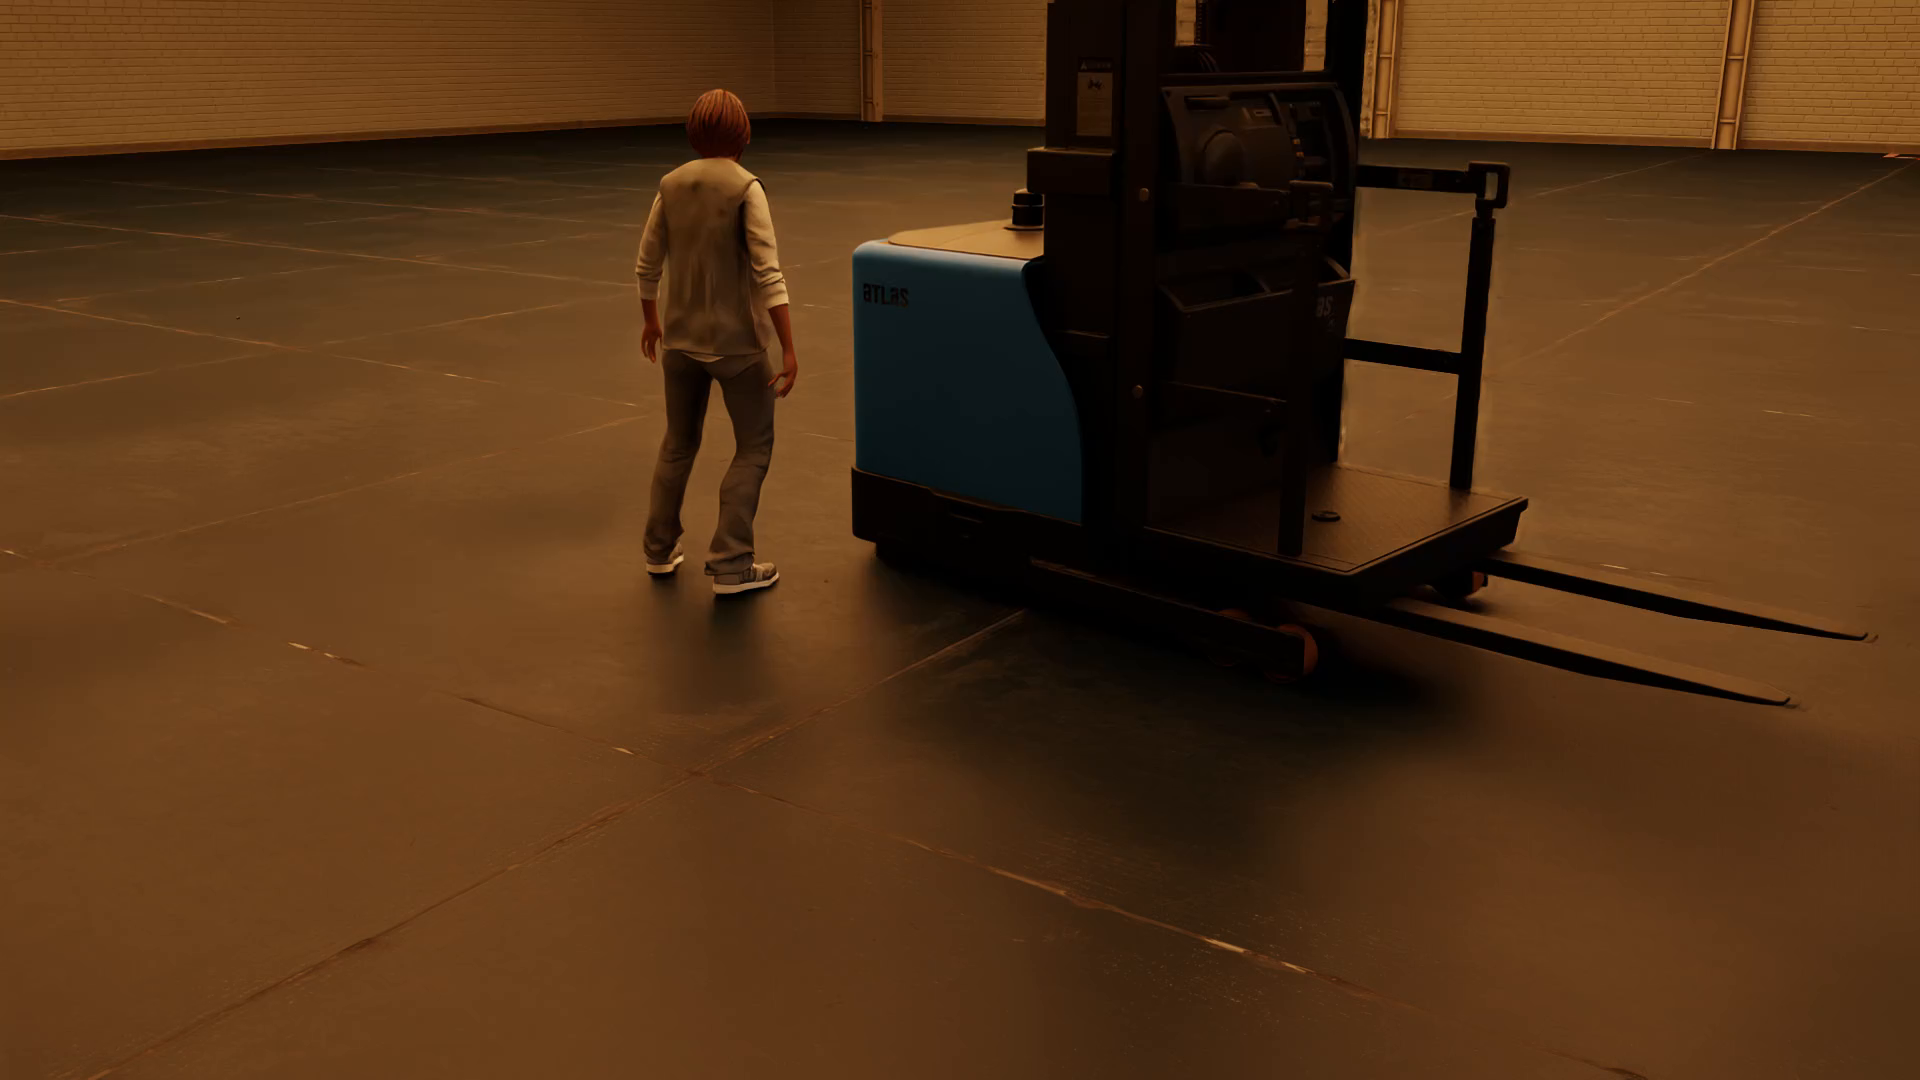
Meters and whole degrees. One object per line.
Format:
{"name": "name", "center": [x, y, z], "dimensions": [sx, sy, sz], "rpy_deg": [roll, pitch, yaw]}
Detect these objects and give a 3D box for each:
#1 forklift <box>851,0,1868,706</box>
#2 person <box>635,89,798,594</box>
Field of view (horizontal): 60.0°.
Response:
{"name": "forklift", "center": [1.046, -1.173, 4.756], "dimensions": [3.031, 2.935, 1.130], "rpy_deg": [15, 22, 41]}
{"name": "person", "center": [-0.784, -0.614, 5.270], "dimensions": [0.678, 1.572, 0.341], "rpy_deg": [8, 19, 26]}
